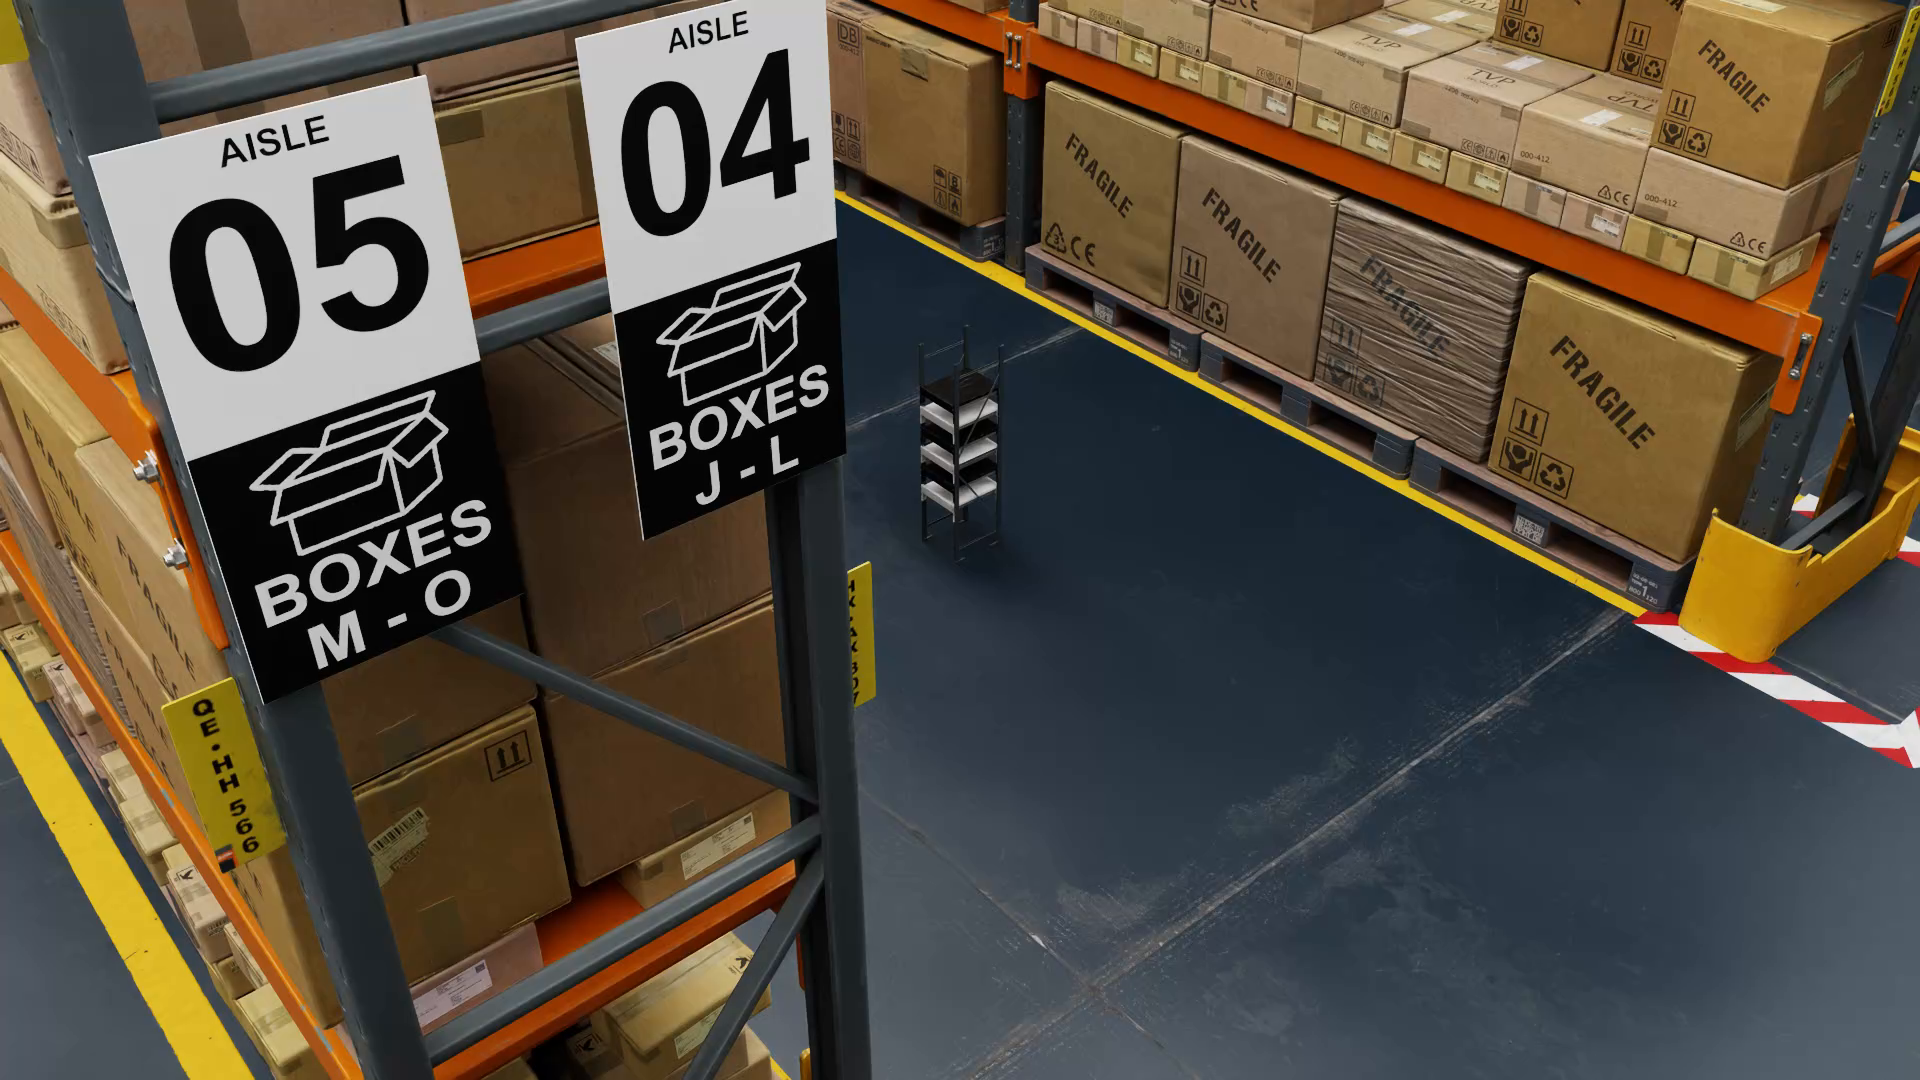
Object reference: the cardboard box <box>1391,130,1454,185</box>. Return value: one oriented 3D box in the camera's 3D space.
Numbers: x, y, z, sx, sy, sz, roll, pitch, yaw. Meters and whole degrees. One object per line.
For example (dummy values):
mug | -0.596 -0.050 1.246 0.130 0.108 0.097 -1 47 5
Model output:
cardboard box | 1.927 -1.555 6.568 0.380 0.149 0.250 -26 43 -32

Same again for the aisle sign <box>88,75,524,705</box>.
aisle sign | -0.800 -0.170 2.146 0.394 0.787 0.004 -26 43 -32

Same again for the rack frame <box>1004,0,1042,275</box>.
rack frame | 0.655 -2.825 8.143 1.000 3.000 0.127 -26 43 -32

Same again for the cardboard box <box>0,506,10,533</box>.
cardboard box | -2.450 -0.417 4.400 0.500 0.500 0.500 -27 43 -33

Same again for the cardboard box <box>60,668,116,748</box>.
cardboard box | -2.514 0.446 5.114 0.380 0.149 0.250 -25 42 -31

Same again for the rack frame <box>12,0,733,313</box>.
rack frame | -0.618 -1.702 1.367 1.000 3.000 0.127 -26 43 -32

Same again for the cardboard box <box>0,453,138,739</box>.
cardboard box | -1.768 0.032 3.765 0.500 0.500 0.500 -26 43 -32

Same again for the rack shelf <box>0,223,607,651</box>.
rack shelf | -1.909 -1.067 3.688 1.077 0.370 4.000 -26 43 -32

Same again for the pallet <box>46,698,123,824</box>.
pallet | -2.739 0.402 6.000 1.003 0.211 1.213 -26 43 -32

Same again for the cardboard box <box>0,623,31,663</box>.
cardboard box | -3.210 0.253 5.900 0.380 0.149 0.250 -28 44 -34

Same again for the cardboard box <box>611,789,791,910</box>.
cardboard box | -0.577 0.584 3.548 0.380 0.149 0.250 -26 43 -32

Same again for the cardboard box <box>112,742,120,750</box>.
cardboard box | -2.462 0.553 5.219 0.380 0.149 0.250 -24 42 -30

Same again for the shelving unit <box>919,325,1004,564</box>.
shelving unit | 0.005 -0.364 6.485 0.258 0.900 0.210 -26 43 -32

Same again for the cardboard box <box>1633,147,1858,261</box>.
cardboard box | 2.721 -1.234 5.769 0.500 0.250 0.500 -27 43 -32

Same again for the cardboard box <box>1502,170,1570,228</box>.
cardboard box | 2.263 -1.327 6.246 0.380 0.149 0.250 -25 42 -31

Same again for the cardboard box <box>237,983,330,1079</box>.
cardboard box | -1.536 1.157 4.109 0.380 0.149 0.250 -27 43 -33

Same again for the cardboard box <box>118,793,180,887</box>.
cardboard box | -2.208 0.807 4.861 0.380 0.149 0.250 -26 43 -31

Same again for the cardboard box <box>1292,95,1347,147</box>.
cardboard box | 1.599 -1.780 6.885 0.380 0.149 0.250 -27 44 -33

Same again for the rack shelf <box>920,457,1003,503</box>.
rack shelf | 0.005 -0.263 6.556 0.258 0.077 0.200 -26 43 -32

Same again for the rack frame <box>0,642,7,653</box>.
rack frame | -3.199 -1.019 5.594 1.000 3.000 0.127 -26 43 -32

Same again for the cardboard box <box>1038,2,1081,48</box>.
cardboard box | 0.592 -2.468 7.856 0.380 0.149 0.250 -26 43 -32

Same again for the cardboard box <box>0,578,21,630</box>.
cardboard box | -3.210 0.131 5.816 0.380 0.149 0.250 -24 42 -30

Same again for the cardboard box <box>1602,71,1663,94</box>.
cardboard box | 2.792 -1.659 6.369 0.500 0.250 0.500 -27 43 -32

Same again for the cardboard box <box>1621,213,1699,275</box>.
cardboard box | 2.586 -1.105 5.932 0.380 0.149 0.250 -26 43 -31

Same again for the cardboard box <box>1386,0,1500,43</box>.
cardboard box | 2.130 -2.110 7.007 0.500 0.250 0.500 -27 43 -33

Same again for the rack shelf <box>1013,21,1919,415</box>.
rack shelf | 1.945 -1.648 7.104 1.077 0.370 4.000 -26 43 -32

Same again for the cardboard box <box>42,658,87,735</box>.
cardboard box | -2.838 0.461 5.607 0.380 0.149 0.250 -26 43 -32

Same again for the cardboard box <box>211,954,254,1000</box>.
cardboard box | -1.857 1.038 4.535 0.380 0.149 0.250 -25 42 -31

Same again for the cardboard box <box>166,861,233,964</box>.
cardboard box | -1.870 0.922 4.442 0.380 0.149 0.250 -24 42 -30

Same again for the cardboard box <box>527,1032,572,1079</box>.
cardboard box | -0.943 1.303 4.418 0.380 0.149 0.250 -26 43 -32

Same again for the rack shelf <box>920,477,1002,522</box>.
rack shelf | 0.005 -0.190 6.608 0.258 0.077 0.200 -26 43 -32

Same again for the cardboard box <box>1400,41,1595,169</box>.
cardboard box | 2.065 -1.683 6.403 0.500 0.250 0.500 -28 44 -33

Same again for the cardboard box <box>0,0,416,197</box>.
cardboard box | -1.110 -0.729 2.286 0.500 0.250 0.500 -27 44 -33

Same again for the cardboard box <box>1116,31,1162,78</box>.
cardboard box | 0.932 -2.236 7.529 0.380 0.149 0.250 -25 42 -30

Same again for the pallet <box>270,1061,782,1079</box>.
pallet | -1.164 1.479 4.479 1.003 0.211 1.213 -26 43 -32

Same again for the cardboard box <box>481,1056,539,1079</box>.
cardboard box | -1.153 1.357 3.828 0.380 0.149 0.250 -25 43 -31

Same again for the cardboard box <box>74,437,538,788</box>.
cardboard box | -1.103 0.067 2.851 0.500 0.500 0.500 -27 43 -33

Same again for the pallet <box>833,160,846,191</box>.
pallet | -0.692 -2.538 10.151 1.003 0.211 1.213 -26 43 -32

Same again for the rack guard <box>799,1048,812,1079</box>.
rack guard | -0.667 1.733 3.870 1.175 0.500 0.348 -26 43 -32

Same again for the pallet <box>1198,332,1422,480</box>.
pallet | 1.877 -0.783 7.673 1.003 0.211 1.213 -26 43 -32

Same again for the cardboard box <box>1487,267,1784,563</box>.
cardboard box | 2.762 -0.616 6.499 0.875 0.875 0.875 -26 43 -32

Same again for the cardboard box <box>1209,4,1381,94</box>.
cardboard box | 1.414 -2.132 7.037 0.500 0.250 0.500 -25 42 -31

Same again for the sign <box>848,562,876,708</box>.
sign | -0.204 0.191 3.136 0.100 0.325 0.005 -26 43 -32

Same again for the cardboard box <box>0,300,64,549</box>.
cardboard box | -1.773 -0.383 3.486 0.500 0.500 0.500 -24 42 -30

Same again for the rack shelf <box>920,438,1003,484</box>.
rack shelf | 0.005 -0.336 6.504 0.258 0.077 0.200 -26 43 -32

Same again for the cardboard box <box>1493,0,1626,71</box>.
cardboard box | 2.471 -2.185 6.463 0.500 0.500 0.500 -27 44 -33

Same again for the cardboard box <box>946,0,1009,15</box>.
cardboard box | 0.144 -2.970 8.262 0.500 0.500 0.500 -26 43 -32

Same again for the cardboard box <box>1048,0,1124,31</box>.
cardboard box | 0.758 -2.580 7.670 0.500 0.250 0.500 -27 43 -33

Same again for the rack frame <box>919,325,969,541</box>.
rack frame | -0.060 -0.409 6.548 0.240 0.900 0.006 -26 43 -32

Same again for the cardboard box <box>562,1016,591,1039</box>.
cardboard box | -0.894 1.148 4.379 0.380 0.149 0.250 -26 43 -32

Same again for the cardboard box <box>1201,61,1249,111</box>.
cardboard box | 1.268 -2.007 7.206 0.380 0.149 0.250 -27 43 -32

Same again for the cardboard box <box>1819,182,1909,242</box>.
cardboard box | 3.259 -1.236 6.117 0.380 0.149 0.250 -25 43 -31

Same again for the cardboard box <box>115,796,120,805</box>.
cardboard box | -2.341 0.811 5.113 0.380 0.149 0.250 -27 44 -33

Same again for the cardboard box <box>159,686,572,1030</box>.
cardboard box | -1.105 0.482 3.130 0.500 0.500 0.500 -25 42 -31

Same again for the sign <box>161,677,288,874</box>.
sign | -1.055 0.343 2.395 0.100 0.325 0.005 -26 43 -32

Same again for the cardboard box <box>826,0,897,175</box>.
cardboard box | -0.351 -2.798 9.581 1.225 0.875 0.875 -28 44 -33

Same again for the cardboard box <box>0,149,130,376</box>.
cardboard box | -1.114 -0.518 2.421 0.500 0.250 0.500 -27 43 -33

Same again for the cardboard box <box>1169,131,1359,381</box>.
cardboard box | 1.600 -1.410 7.621 0.875 0.875 0.875 -26 43 -32

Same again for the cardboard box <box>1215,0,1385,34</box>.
cardboard box | 1.420 -2.436 6.818 0.500 0.500 0.500 -28 44 -33
